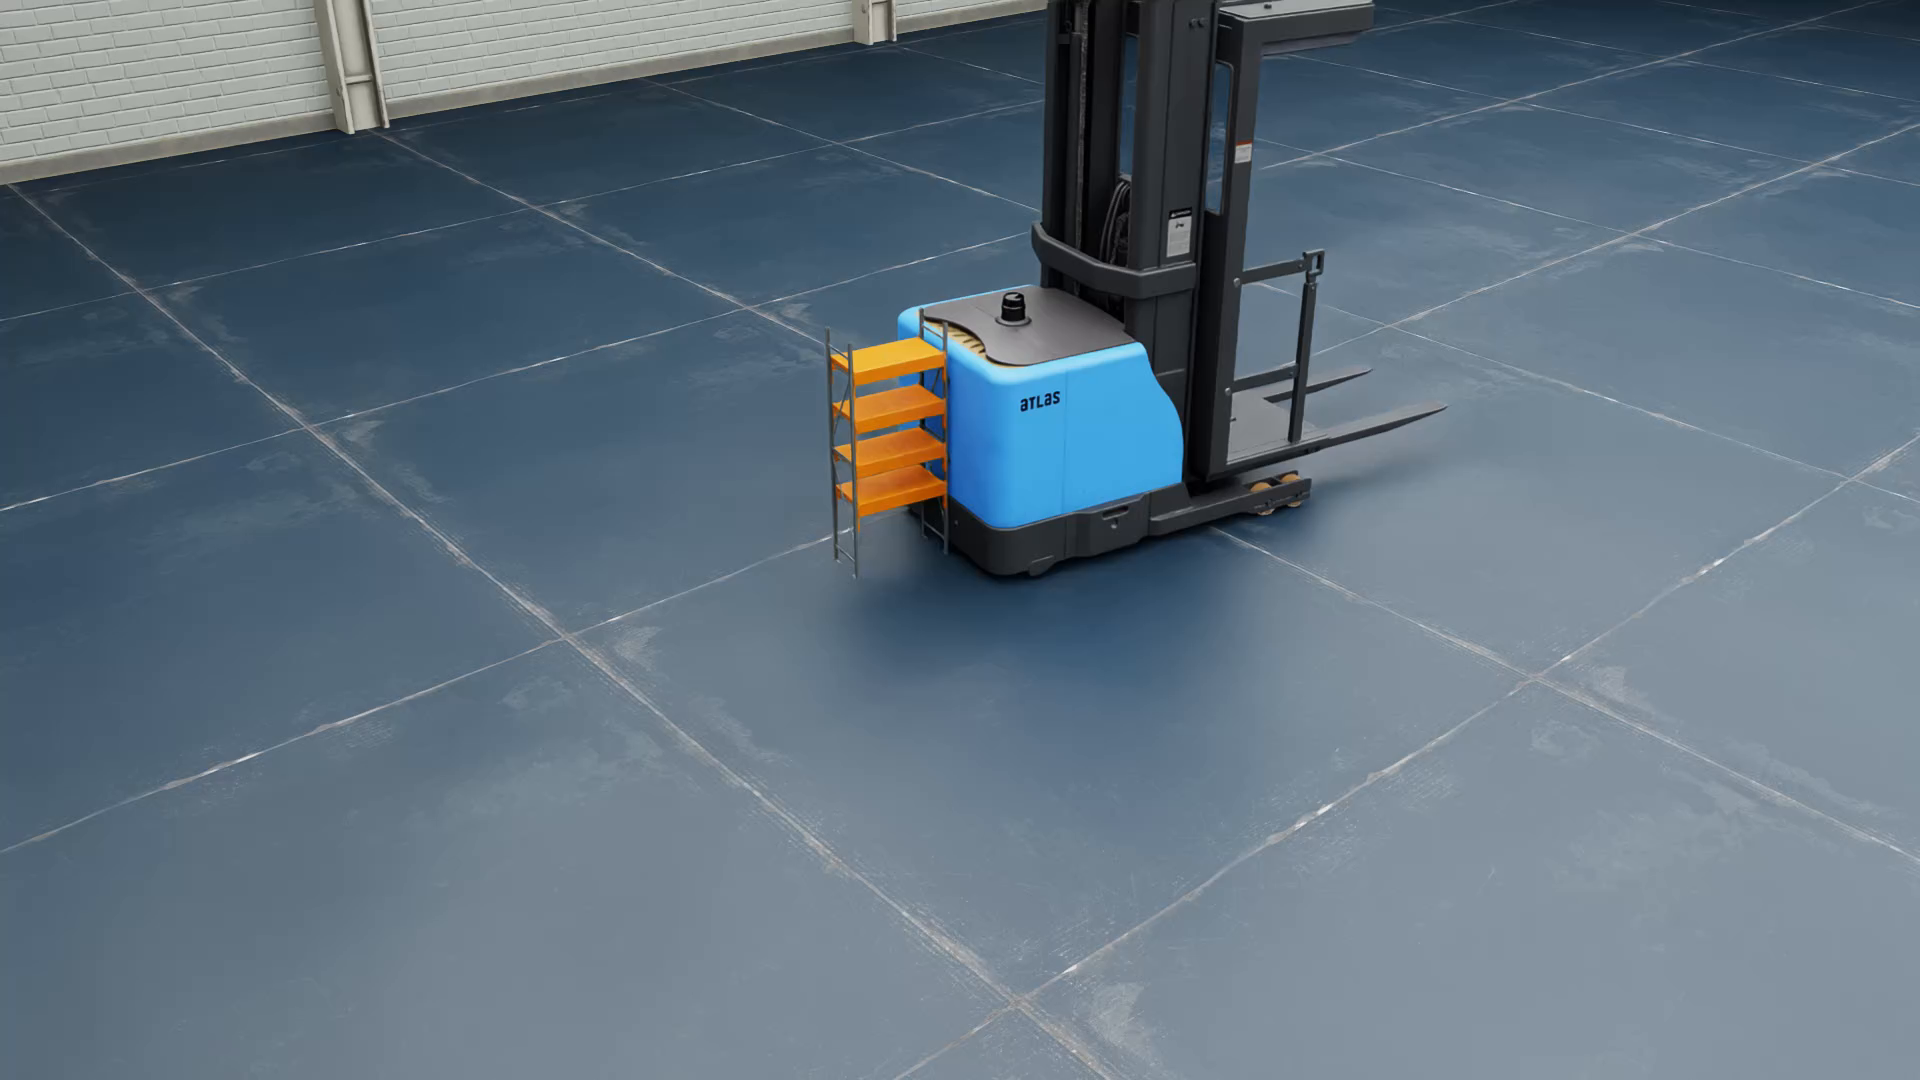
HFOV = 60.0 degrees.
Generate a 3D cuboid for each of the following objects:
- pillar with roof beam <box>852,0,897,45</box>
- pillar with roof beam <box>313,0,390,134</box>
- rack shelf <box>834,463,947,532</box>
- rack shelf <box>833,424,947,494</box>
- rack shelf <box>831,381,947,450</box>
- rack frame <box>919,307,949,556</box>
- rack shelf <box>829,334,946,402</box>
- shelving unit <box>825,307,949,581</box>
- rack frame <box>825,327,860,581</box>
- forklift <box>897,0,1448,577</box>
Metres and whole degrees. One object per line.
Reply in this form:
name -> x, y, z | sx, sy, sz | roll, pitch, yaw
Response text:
pillar with roof beam -> 1.829, -8.082, 13.825 | 0.400, 9.000, 9.100 | -22, 35, -35
pillar with roof beam -> -2.735, -6.246, 10.391 | 0.400, 9.000, 9.100 | -22, 35, -35
rack shelf -> -0.333, -0.209, 7.932 | 0.480, 0.148, 0.258 | -16, 32, -27
rack shelf -> -0.333, -0.384, 7.839 | 0.480, 0.148, 0.258 | -16, 32, -27
rack shelf -> -0.333, -0.582, 7.733 | 0.480, 0.148, 0.258 | -16, 32, -27
rack frame -> -0.124, -0.503, 7.918 | 0.015, 1.200, 0.240 | -16, 32, -27
rack shelf -> -0.333, -0.790, 7.622 | 0.480, 0.148, 0.258 | -16, 32, -27
shelving unit -> -0.333, -0.444, 7.807 | 0.503, 1.200, 0.258 | -16, 32, -27
rack frame -> -0.542, -0.384, 7.696 | 0.015, 1.200, 0.240 | -16, 32, -27
forklift -> 1.217, -1.616, 8.165 | 3.031, 2.935, 1.130 | -15, 32, -26
